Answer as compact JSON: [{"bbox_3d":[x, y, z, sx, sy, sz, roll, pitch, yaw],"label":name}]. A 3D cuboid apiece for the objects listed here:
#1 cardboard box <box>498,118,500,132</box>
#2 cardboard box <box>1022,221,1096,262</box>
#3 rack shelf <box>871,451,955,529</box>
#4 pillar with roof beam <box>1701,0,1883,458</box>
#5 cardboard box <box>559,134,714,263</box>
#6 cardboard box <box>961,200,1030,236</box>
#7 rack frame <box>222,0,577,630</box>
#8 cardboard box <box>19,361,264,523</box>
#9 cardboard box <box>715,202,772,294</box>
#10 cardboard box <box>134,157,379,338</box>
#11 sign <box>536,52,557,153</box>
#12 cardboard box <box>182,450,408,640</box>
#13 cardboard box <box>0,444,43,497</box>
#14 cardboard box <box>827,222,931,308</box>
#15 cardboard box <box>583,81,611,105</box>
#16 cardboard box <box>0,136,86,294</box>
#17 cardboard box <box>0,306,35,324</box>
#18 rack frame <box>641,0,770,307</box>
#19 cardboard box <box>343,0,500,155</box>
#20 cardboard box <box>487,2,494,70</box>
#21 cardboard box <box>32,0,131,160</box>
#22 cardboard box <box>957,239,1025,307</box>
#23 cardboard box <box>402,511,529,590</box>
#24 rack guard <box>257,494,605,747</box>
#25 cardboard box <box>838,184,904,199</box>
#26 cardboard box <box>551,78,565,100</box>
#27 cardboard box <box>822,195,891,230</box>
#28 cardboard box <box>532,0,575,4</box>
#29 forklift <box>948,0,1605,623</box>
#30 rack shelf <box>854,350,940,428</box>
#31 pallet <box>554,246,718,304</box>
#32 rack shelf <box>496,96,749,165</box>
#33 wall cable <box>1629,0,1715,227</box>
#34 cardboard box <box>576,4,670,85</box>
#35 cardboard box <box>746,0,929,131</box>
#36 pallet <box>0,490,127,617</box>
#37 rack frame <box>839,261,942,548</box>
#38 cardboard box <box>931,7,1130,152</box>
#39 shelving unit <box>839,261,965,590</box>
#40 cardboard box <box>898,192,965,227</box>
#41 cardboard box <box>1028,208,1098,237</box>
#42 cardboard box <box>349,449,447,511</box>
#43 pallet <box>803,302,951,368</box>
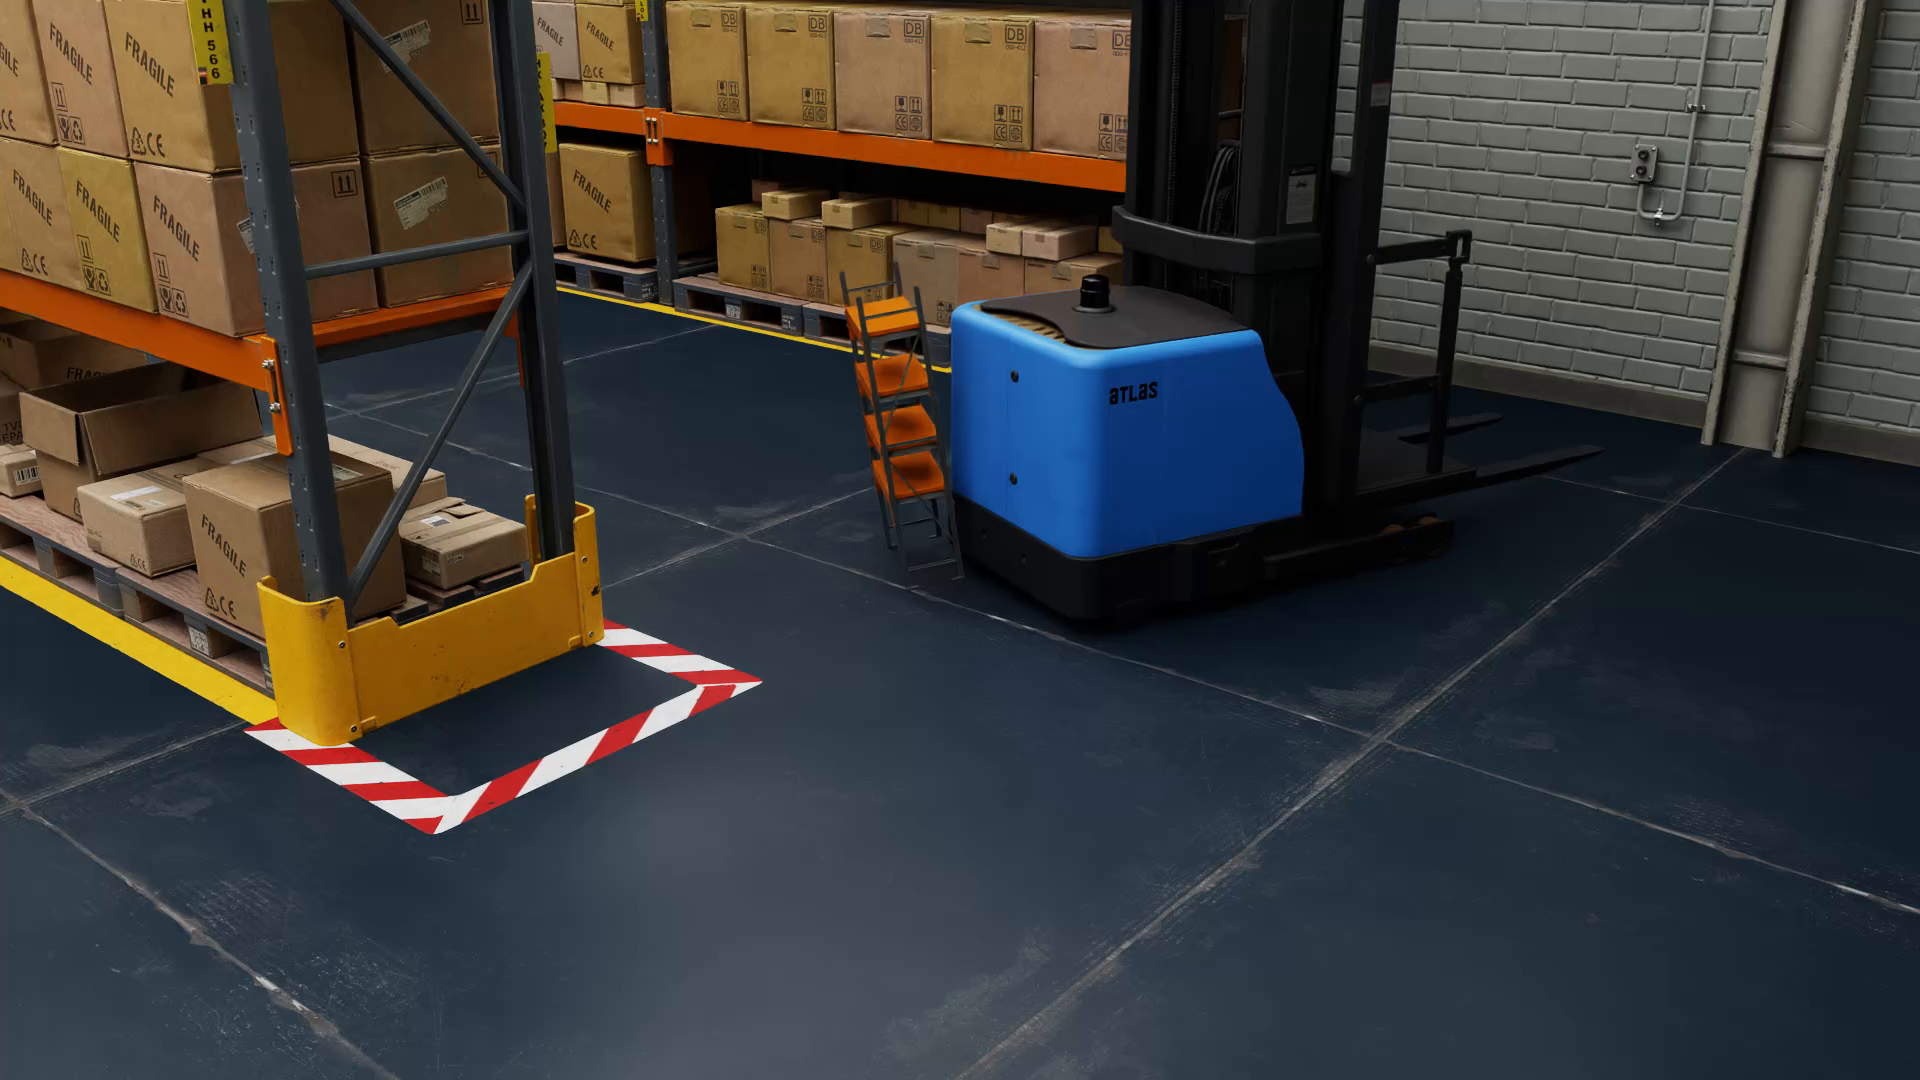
[{"bbox_3d":[-3.651,-2.838,12.895,0.750,0.750,0.750,16,26,36],"label":"cardboard box"},{"bbox_3d":[0.565,-1.698,9.448,0.250,0.149,0.380,16,26,36],"label":"cardboard box"},{"bbox_3d":[-0.194,-0.216,6.746,0.258,0.148,0.480,-12,22,-7],"label":"rack shelf"},{"bbox_3d":[1.302,-3.524,3.760,0.400,9.000,9.100,16,26,36],"label":"pillar with roof beam"},{"bbox_3d":[-2.300,-2.452,11.872,0.750,0.750,0.750,16,26,37],"label":"cardboard box"},{"bbox_3d":[0.219,-1.971,10.173,0.250,0.149,0.380,17,26,37],"label":"cardboard box"},{"bbox_3d":[-1.744,-0.905,5.317,0.127,3.000,1.000,16,26,36],"label":"rack frame"},{"bbox_3d":[-3.384,-0.417,6.938,0.637,0.503,0.797,16,26,36],"label":"cardboard box"},{"bbox_3d":[-1.199,-1.984,11.127,0.500,0.500,0.700,16,26,37],"label":"cardboard box"},{"bbox_3d":[-2.263,-0.977,5.367,0.500,0.500,0.500,17,27,38],"label":"cardboard box"},{"bbox_3d":[-1.401,-1.458,5.558,0.005,0.325,0.100,16,26,36],"label":"sign"},{"bbox_3d":[-2.321,0.005,5.823,0.500,0.500,0.500,16,26,36],"label":"cardboard box"},{"bbox_3d":[-3.978,-0.334,7.196,0.250,0.166,0.380,16,26,36],"label":"cardboard box"},{"bbox_3d":[-0.416,-1.756,10.522,0.500,0.500,0.700,17,26,37],"label":"cardboard box"},{"bbox_3d":[-2.365,-3.092,11.444,0.250,0.149,0.380,17,26,37],"label":"cardboard box"},{"bbox_3d":[-3.051,-1.205,5.970,0.500,0.500,0.500,16,26,37],"label":"cardboard box"},{"bbox_3d":[-5.064,-1.008,8.510,0.500,0.500,0.500,15,25,34],"label":"cardboard box"},{"bbox_3d":[-1.714,-3.152,11.276,0.127,3.000,1.000,16,26,36],"label":"rack frame"},{"bbox_3d":[-1.921,-1.591,5.576,0.500,0.500,0.500,17,27,38],"label":"cardboard box"},{"bbox_3d":[-3.016,-3.607,11.891,0.500,0.500,0.500,16,26,36],"label":"cardboard box"},{"bbox_3d":[-2.655,-1.556,5.485,0.500,0.500,0.500,17,26,38],"label":"cardboard box"},{"bbox_3d":[0.392,-1.527,9.915,0.500,0.500,0.700,16,26,36],"label":"cardboard box"},{"bbox_3d":[-1.851,0.036,6.239,0.250,0.149,0.380,16,26,36],"label":"cardboard box"},{"bbox_3d":[-1.803,0.248,5.803,0.348,0.500,1.175,16,26,36],"label":"rack guard"},{"bbox_3d":[-0.572,-2.199,10.776,0.250,0.149,0.380,15,25,35],"label":"cardboard box"},{"bbox_3d":[-2.779,-3.205,11.744,0.250,0.149,0.380,16,26,36],"label":"cardboard box"},{"bbox_3d":[-0.645,-2.045,10.369,0.250,0.149,0.380,15,25,35],"label":"cardboard box"},{"bbox_3d":[-2.627,-3.850,11.471,0.500,0.250,0.500,17,26,37],"label":"cardboard box"},{"bbox_3d":[1.487,-1.419,6.776,3.031,2.935,1.130,-11,23,-28],"label":"forklift"},{"bbox_3d":[-0.255,-0.603,6.588,0.258,0.148,0.480,-12,22,-7],"label":"rack shelf"},{"bbox_3d":[-2.359,-1.999,12.170,1.213,0.211,1.003,16,26,36],"label":"pallet"},{"bbox_3d":[-3.263,-3.262,12.587,4.000,0.370,1.077,16,26,36],"label":"rack shelf"},{"bbox_3d":[2.975,-2.708,8.659,1.851,1.984,0.084,16,26,36],"label":"wall cable"},{"bbox_3d":[-2.231,-3.382,11.293,0.500,0.500,0.500,16,26,35],"label":"cardboard box"},{"bbox_3d":[-0.742,-3.003,10.455,0.700,0.700,0.980,15,25,35],"label":"cardboard box"},{"bbox_3d":[-3.362,-0.067,7.047,1.213,0.211,1.003,16,26,36],"label":"pallet"},{"bbox_3d":[-0.280,-0.544,6.870,0.240,1.200,0.015,-12,22,-7],"label":"rack frame"},{"bbox_3d":[0.413,-2.671,9.574,0.700,0.700,0.980,16,26,36],"label":"cardboard box"},{"bbox_3d":[-0.232,-0.460,6.646,0.258,1.200,0.503,-12,22,-7],"label":"shelving unit"},{"bbox_3d":[-0.176,-2.085,10.474,0.250,0.149,0.380,16,26,35],"label":"cardboard box"},{"bbox_3d":[0.610,-1.859,9.874,0.250,0.149,0.380,16,26,36],"label":"cardboard box"},{"bbox_3d":[-2.373,-0.135,6.547,0.500,0.250,0.500,16,26,36],"label":"cardboard box"},{"bbox_3d":[-0.225,-1.384,10.540,1.213,0.211,1.003,16,26,36],"label":"pallet"}]
